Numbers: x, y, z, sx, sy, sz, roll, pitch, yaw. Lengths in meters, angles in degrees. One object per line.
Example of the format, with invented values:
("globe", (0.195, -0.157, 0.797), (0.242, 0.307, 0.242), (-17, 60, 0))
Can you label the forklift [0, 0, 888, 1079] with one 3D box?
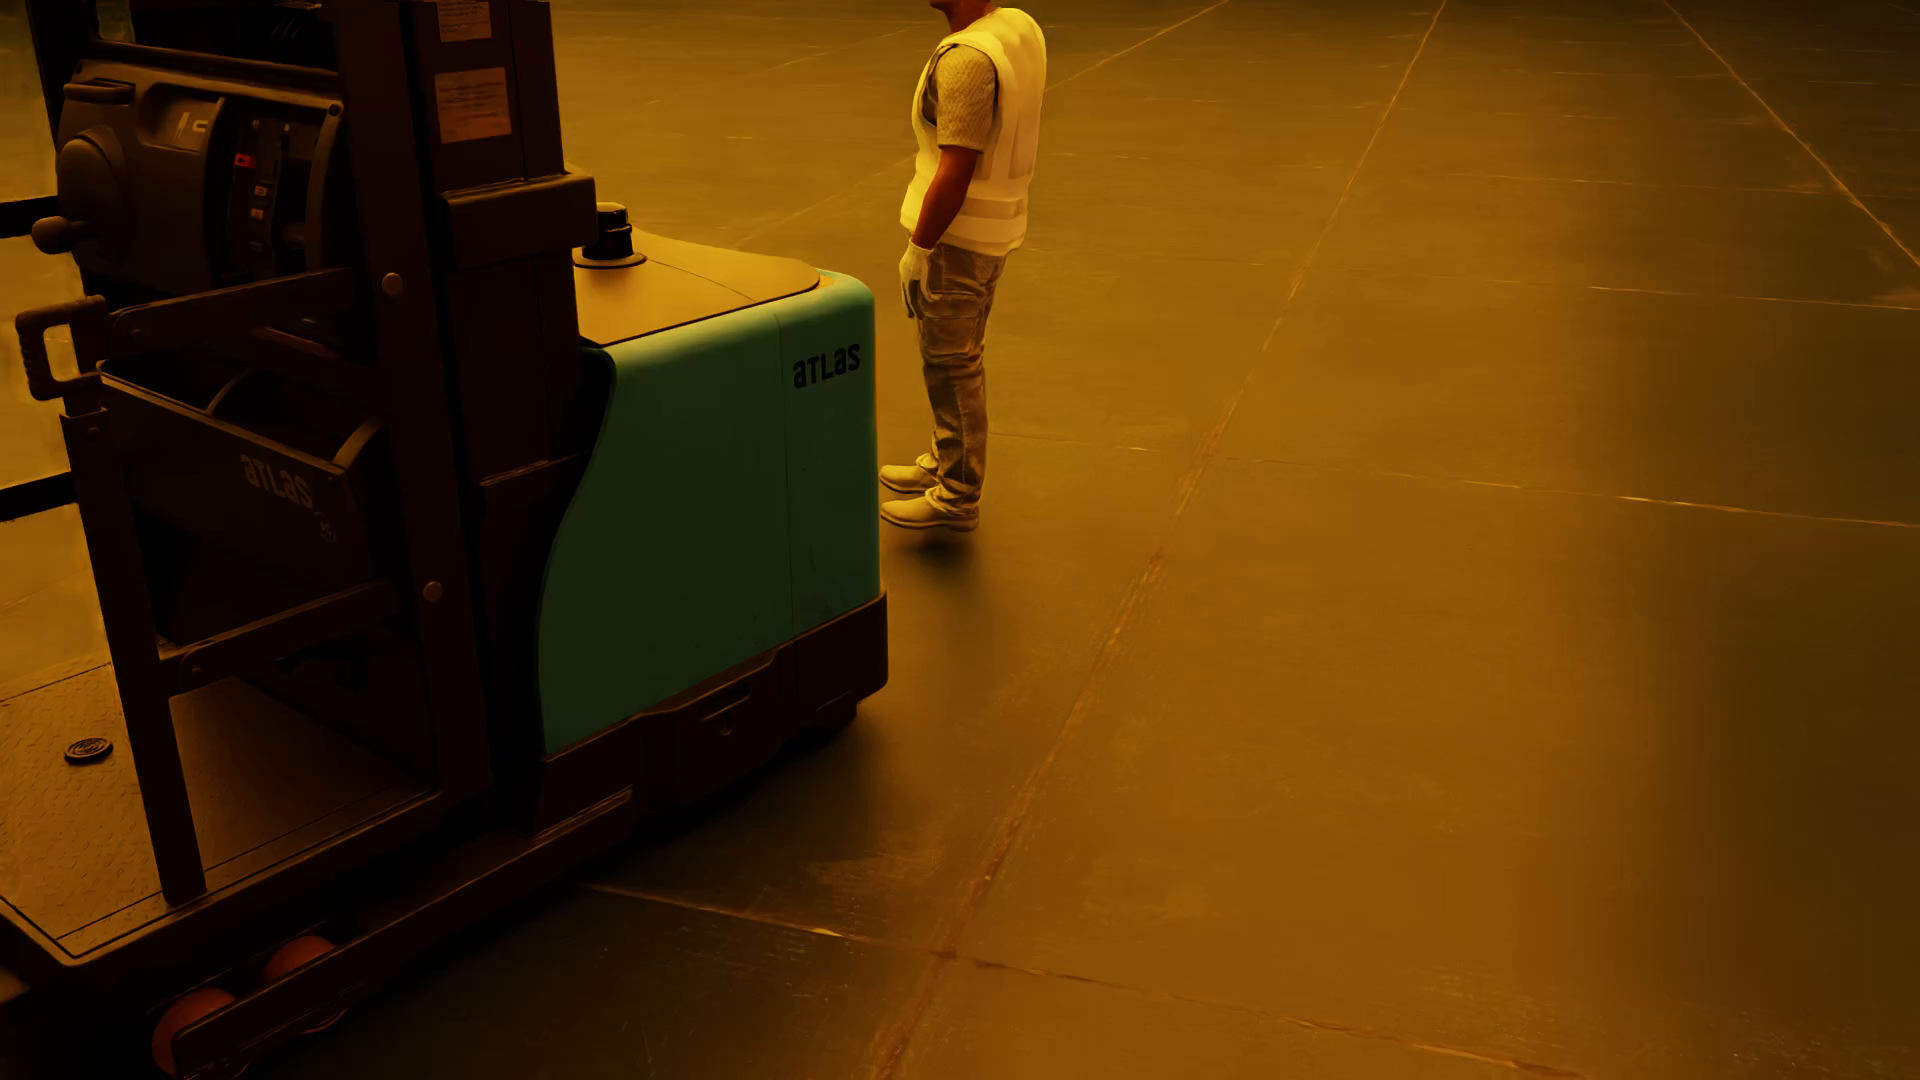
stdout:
("forklift", (-1.497, -0.630, 2.806), (1.130, 2.935, 3.031), (17, 28, 36))

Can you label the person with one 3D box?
("person", (-0.066, -0.879, 4.789), (0.577, 1.781, 0.656), (7, 23, 16))
